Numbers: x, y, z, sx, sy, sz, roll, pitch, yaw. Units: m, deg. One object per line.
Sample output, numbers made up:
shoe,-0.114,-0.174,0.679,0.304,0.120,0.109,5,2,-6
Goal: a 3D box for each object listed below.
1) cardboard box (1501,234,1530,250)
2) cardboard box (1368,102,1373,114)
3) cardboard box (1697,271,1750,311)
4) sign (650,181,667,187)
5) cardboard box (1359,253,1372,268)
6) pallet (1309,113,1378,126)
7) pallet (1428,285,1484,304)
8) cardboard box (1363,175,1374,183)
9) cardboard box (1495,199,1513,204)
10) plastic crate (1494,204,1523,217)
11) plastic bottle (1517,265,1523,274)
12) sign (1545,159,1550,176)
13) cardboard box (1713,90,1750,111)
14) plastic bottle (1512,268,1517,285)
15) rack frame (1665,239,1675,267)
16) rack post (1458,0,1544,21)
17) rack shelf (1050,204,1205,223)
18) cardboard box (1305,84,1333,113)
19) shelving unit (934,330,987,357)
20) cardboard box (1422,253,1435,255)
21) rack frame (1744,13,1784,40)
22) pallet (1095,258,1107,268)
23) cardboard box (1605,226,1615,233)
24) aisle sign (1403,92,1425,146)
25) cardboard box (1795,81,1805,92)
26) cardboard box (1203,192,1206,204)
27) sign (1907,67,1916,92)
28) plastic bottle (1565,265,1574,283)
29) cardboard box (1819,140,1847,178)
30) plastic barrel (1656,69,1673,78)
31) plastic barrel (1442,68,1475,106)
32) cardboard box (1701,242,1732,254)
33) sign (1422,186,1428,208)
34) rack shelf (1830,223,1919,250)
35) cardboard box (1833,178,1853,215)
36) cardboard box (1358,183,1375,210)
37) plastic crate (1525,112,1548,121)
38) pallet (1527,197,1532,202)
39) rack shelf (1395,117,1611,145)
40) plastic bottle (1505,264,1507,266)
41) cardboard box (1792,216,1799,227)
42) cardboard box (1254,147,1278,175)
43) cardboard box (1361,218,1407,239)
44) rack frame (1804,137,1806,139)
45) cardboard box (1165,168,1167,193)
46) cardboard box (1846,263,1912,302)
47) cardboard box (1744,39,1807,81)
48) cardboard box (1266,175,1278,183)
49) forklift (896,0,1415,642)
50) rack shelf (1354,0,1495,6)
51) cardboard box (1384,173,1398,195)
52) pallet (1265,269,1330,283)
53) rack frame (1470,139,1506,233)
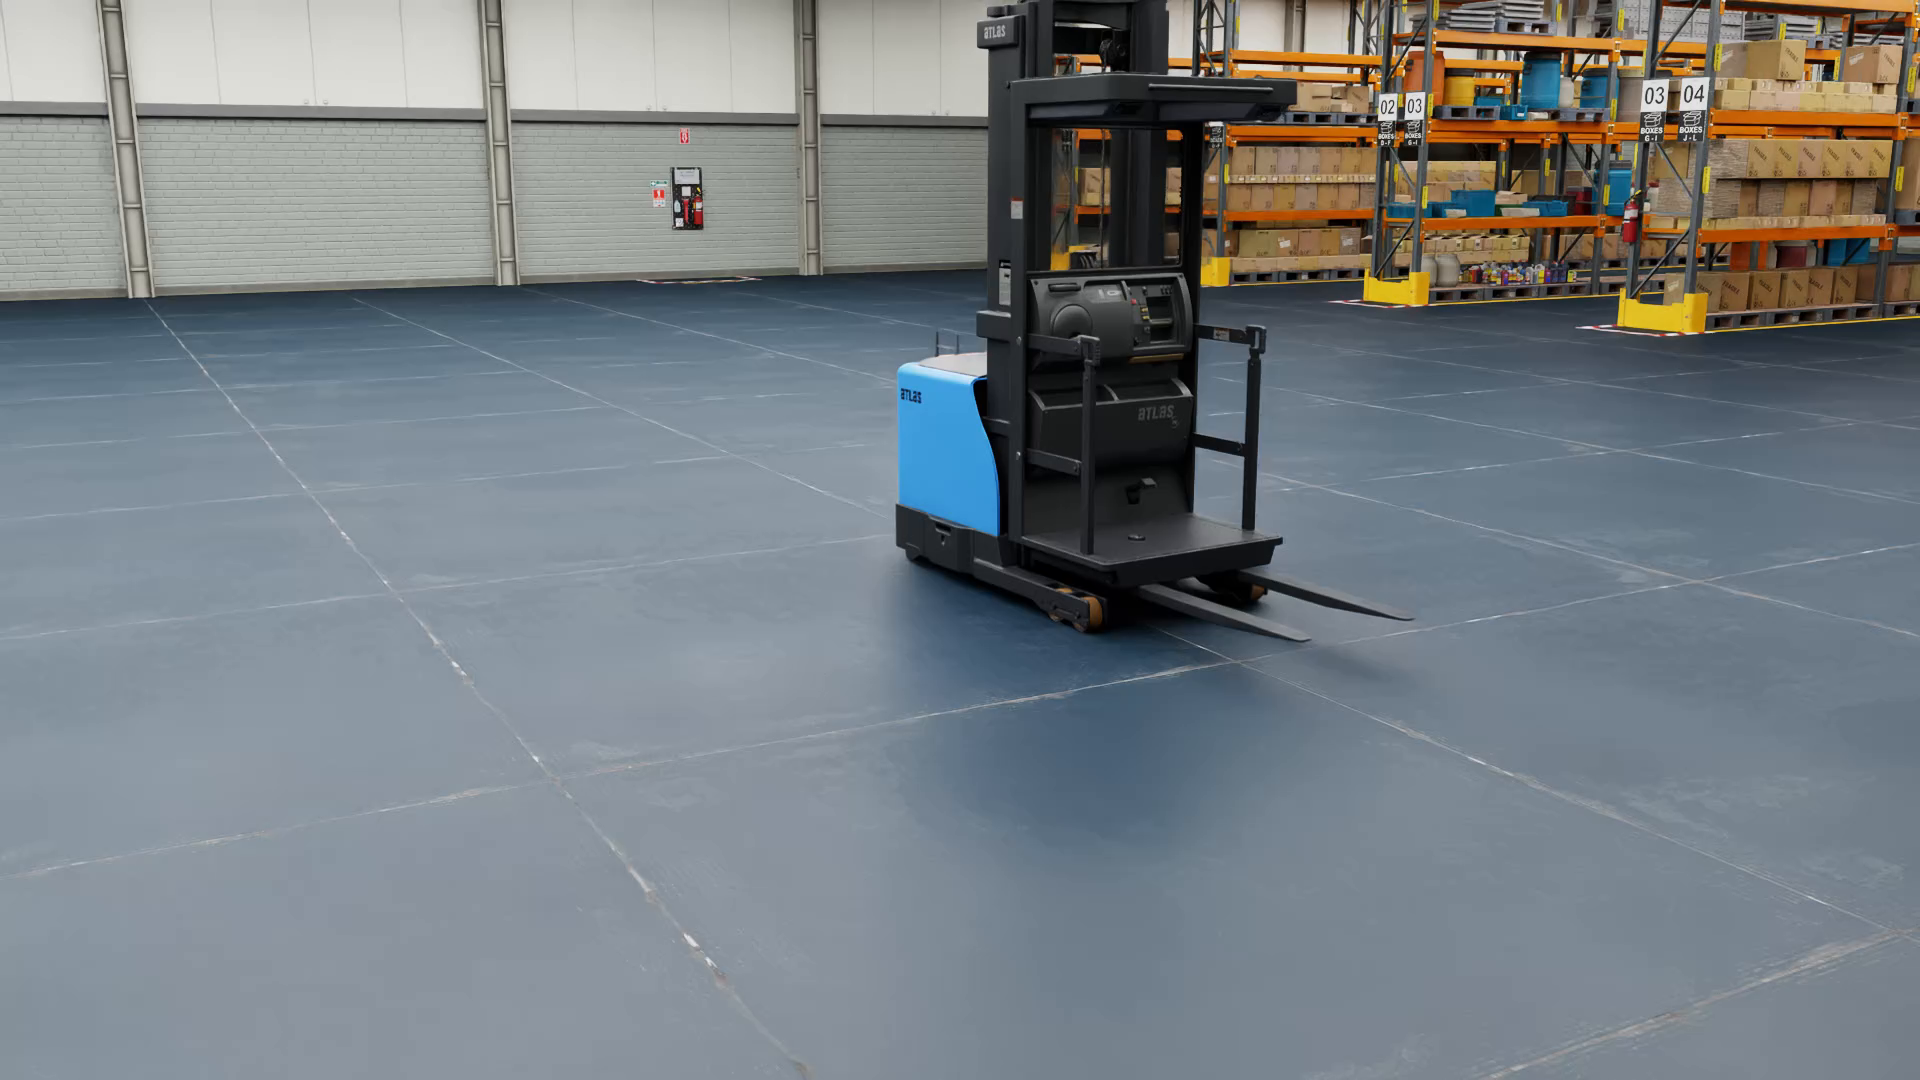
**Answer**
cardboard box,11.163,-6.046,33.671,0.500,0.311,0.500,-6,14,-26
cardboard box,9.518,-9.754,38.056,0.500,0.500,0.700,-8,15,-32
cardboard box,10.291,-3.378,22.523,0.500,0.500,0.500,-3,13,-13
sign,-5.674,-6.717,31.336,0.331,0.109,0.001,-7,14,-28
cardboard box,7.692,-5.363,31.915,0.500,0.250,0.500,-7,14,-28
pallet,7.258,-7.916,31.322,1.213,0.211,1.003,-7,14,-28
pallet,7.613,-3.956,26.707,1.213,0.211,1.003,-7,14,-28
cardboard box,7.640,-6.860,31.556,0.250,0.149,0.380,-7,15,-29
cardboard box,10.848,-6.741,33.303,0.250,0.149,0.380,-7,14,-28
plastic crate,9.037,-5.444,27.450,0.662,0.188,0.450,-7,14,-28
plastic bottle,9.387,-4.476,27.877,0.097,0.271,0.097,0,13,0
sign,11.774,-7.470,33.332,0.005,0.325,0.100,-7,14,-28
cardboard box,9.773,-5.652,21.399,0.500,0.250,0.500,-6,14,-26
plastic bottle,8.983,-4.276,26.988,0.097,0.271,0.097,0,13,0
rack frame,15.016,-7.432,35.802,0.127,3.000,1.000,-7,14,-28
rack post,8.539,-8.315,26.232,0.954,0.300,0.937,-7,15,-29
rack shelf,3.862,-6.984,35.447,4.000,0.370,1.077,-7,14,-28
cardboard box,6.488,-8.229,30.999,0.637,0.503,0.797,-5,14,-22
shelving unit,0.132,-0.608,9.578,0.503,1.200,0.258,-8,15,-31
cardboard box,8.916,-5.502,32.533,0.500,0.250,0.500,-6,14,-26
rack frame,13.875,-8.983,29.031,0.127,3.000,1.000,-7,14,-28
pallet,2.903,-5.850,35.124,1.213,0.211,1.003,-7,14,-28
cardboard box,13.597,-6.684,35.461,0.500,0.250,0.500,-7,14,-28
aisle sign,6.930,-6.419,25.380,0.004,0.787,0.394,-7,14,-28
cardboard box,10.934,-5.995,22.018,0.250,0.149,0.380,-7,14,-28
cardboard box,4.905,-7.322,35.610,0.500,0.250,0.500,-7,14,-28
sign,13.004,-6.293,22.731,0.005,0.325,0.100,-7,14,-28
plastic bottle,10.100,-4.411,27.562,0.133,0.283,0.061,-6,14,-25
cardboard box,11.597,-5.157,22.511,0.500,0.500,0.500,-7,14,-28
plastic barrel,11.855,-7.577,28.470,0.708,0.901,0.600,-7,14,-28
plastic barrel,7.793,-7.119,26.195,0.600,0.588,0.600,0,13,0
cardboard box,16.663,-6.628,36.911,0.637,0.503,0.797,-7,14,-28
sign,7.113,-5.243,25.446,0.005,0.325,0.100,-7,14,-28
rack shelf,14.493,-4.541,24.592,4.000,0.370,1.077,-7,14,-28
cardboard box,11.857,-4.794,23.173,0.500,0.500,0.875,-7,14,-28
cardboard box,7.608,-6.592,31.839,0.500,0.500,0.700,-7,15,-29
plastic crate,9.149,-6.724,26.422,0.396,0.136,0.243,-7,14,-28
pallet,12.066,-7.003,34.331,1.003,0.211,1.213,-7,14,-28
rack shelf,8.609,-6.538,26.634,4.000,0.370,1.077,-7,14,-28
plastic bottle,9.126,-4.491,27.918,0.133,0.283,0.061,-6,14,-25
cardboard box,11.110,-4.313,22.514,0.250,0.149,0.380,-7,14,-28
cardboard box,5.404,-6.960,30.522,0.500,0.500,0.700,-7,15,-29
cardboard box,9.837,-7.174,38.594,0.750,0.750,0.750,-7,14,-29
rack frame,18.527,-7.853,37.672,0.127,3.000,1.000,-7,14,-28
cardboard box,4.012,-7.579,35.041,0.500,0.500,0.500,-6,14,-26
cardboard box,13.287,-3.737,24.073,0.500,0.500,0.700,-8,15,-32
cardboard box,10.659,-6.266,21.743,0.500,0.500,0.500,-7,14,-28
cardboard box,5.603,-6.615,30.467,0.250,0.149,0.380,-7,14,-29
forklift,0.860,-1.121,7.917,1.130,2.935,3.031,-8,15,-31
rack shelf,10.884,-12.373,38.163,4.000,0.370,1.077,-7,14,-28
cardboard box,9.677,-8.171,38.135,0.500,0.500,0.500,-6,14,-26
pallet,6.204,-5.026,31.459,1.213,0.211,1.003,-7,14,-28
rack frame,12.639,-8.387,40.043,0.127,3.000,1.000,-7,14,-28
